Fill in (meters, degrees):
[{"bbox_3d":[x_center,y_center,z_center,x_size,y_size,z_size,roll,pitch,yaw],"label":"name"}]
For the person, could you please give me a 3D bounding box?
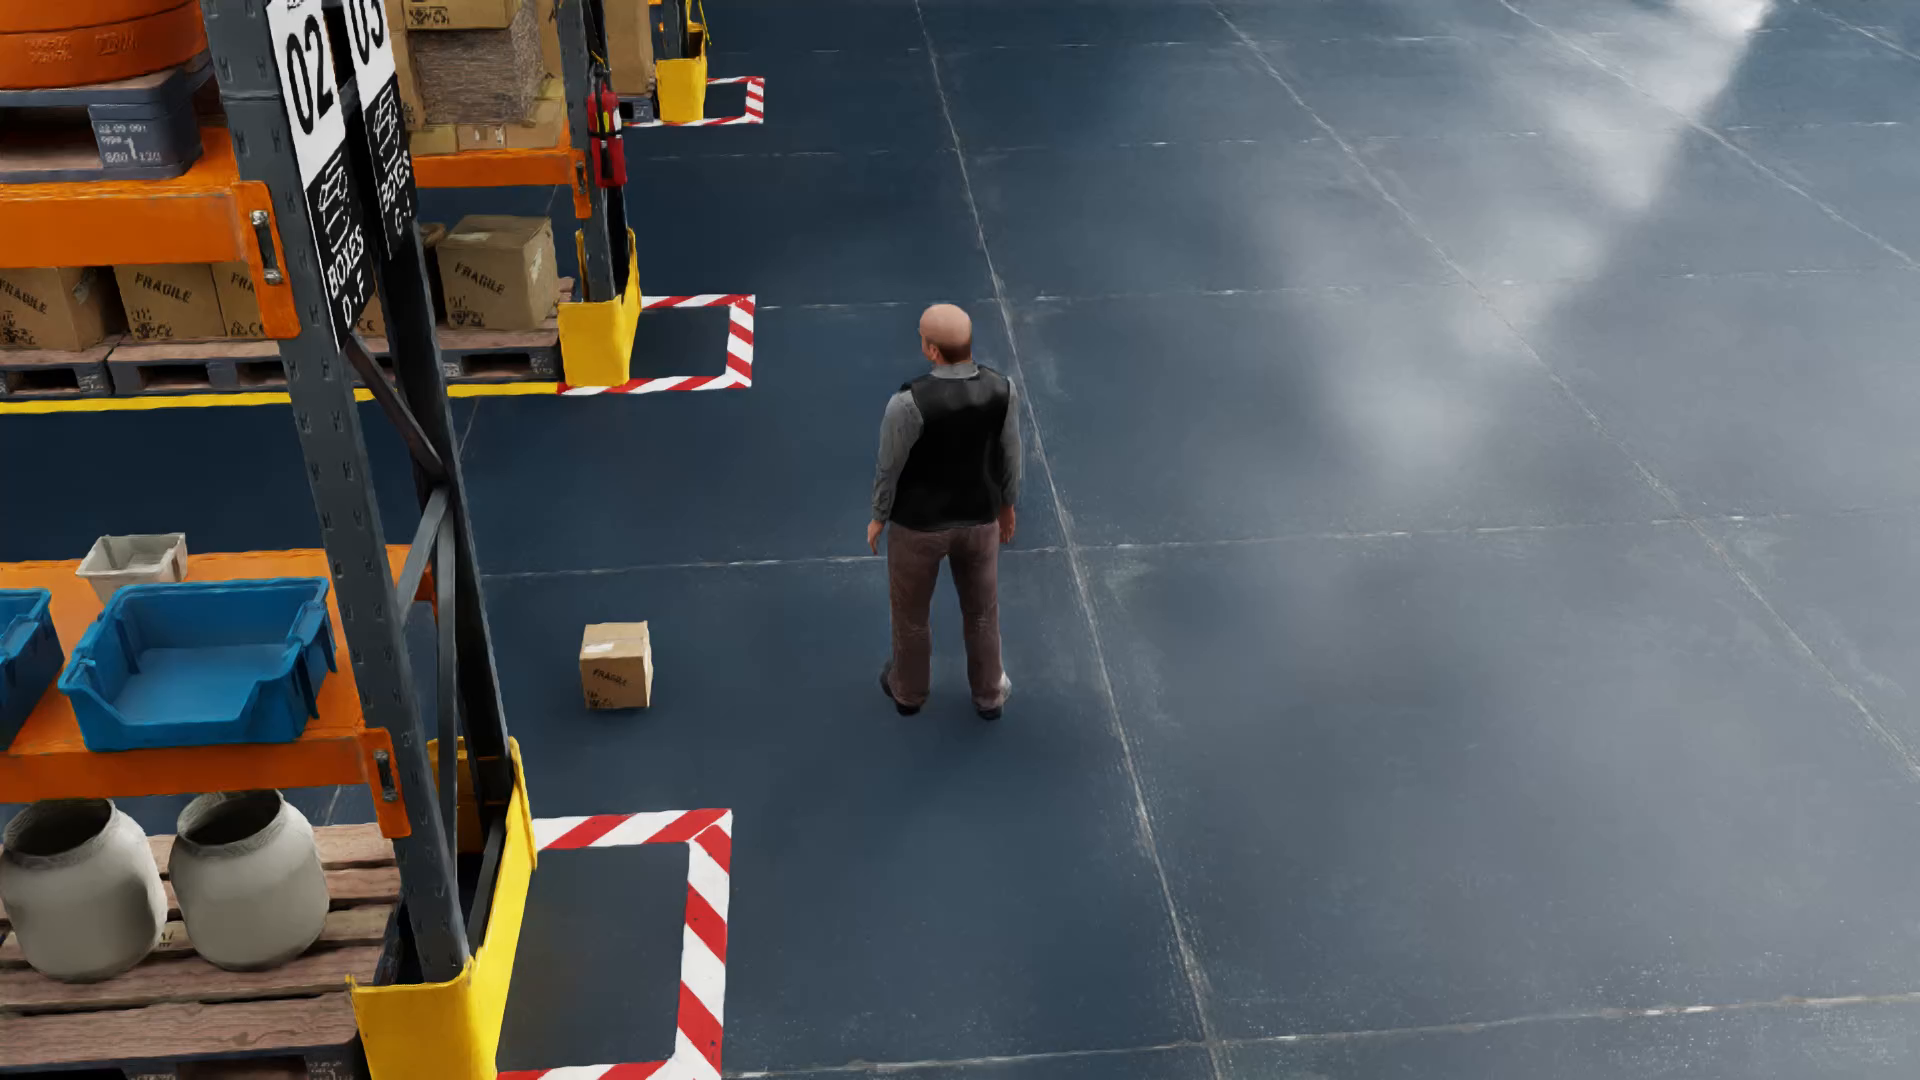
[{"bbox_3d":[-0.066,-0.097,6.264,0.588,1.730,0.470,-13,33,-20],"label":"person"}]
